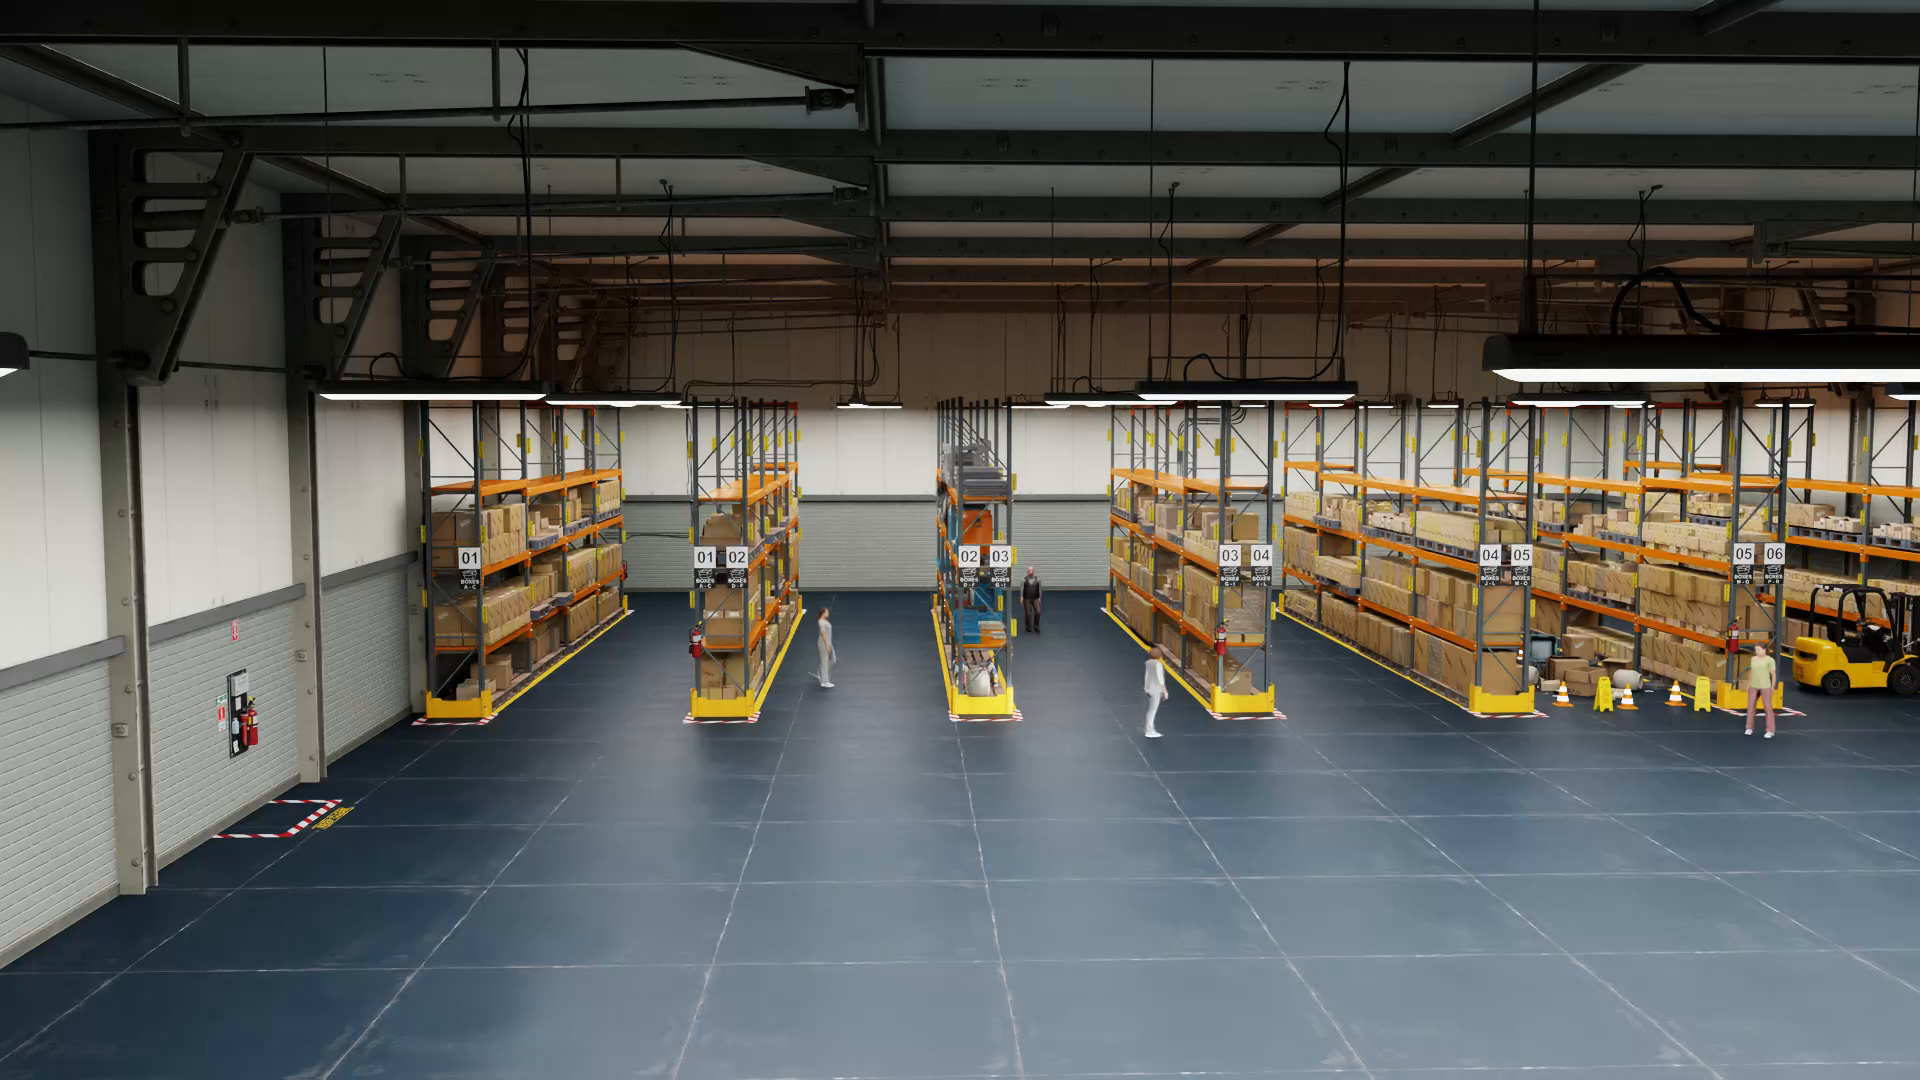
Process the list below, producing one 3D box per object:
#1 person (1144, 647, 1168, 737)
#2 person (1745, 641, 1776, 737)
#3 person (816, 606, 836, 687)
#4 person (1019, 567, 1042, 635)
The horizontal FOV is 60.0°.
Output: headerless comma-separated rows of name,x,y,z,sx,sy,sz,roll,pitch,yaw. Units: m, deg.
person,3.451,2.689,29.254,0.424,1.619,0.516,-2,5,-24
person,14.110,2.615,29.333,0.407,1.676,0.511,-4,6,-40
person,-2.799,2.232,34.700,0.419,1.713,0.504,1,5,12
person,1.810,1.562,42.857,0.631,1.749,0.618,-1,5,-14
